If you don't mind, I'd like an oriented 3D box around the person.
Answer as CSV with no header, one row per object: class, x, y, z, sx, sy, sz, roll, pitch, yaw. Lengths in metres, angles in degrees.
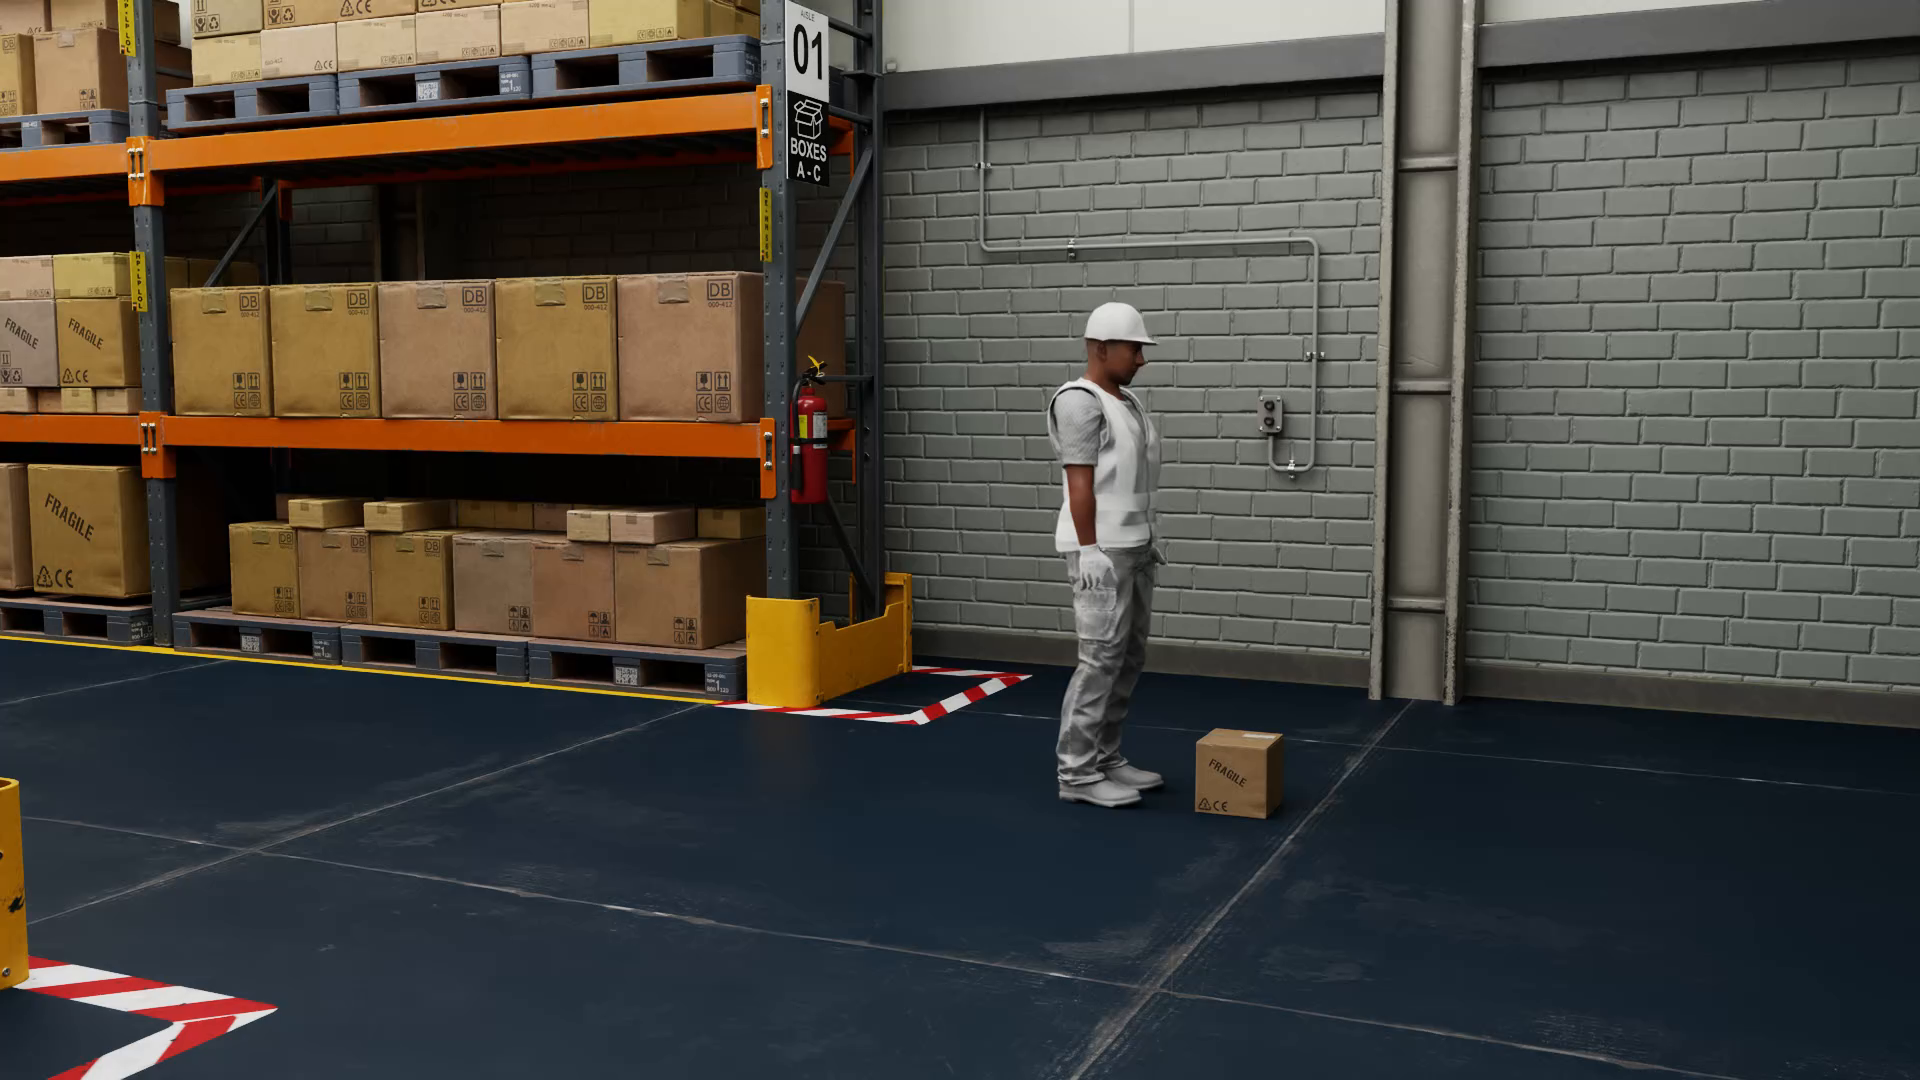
person,0.539,0.039,5.995,0.361,1.776,0.548,3,6,25
